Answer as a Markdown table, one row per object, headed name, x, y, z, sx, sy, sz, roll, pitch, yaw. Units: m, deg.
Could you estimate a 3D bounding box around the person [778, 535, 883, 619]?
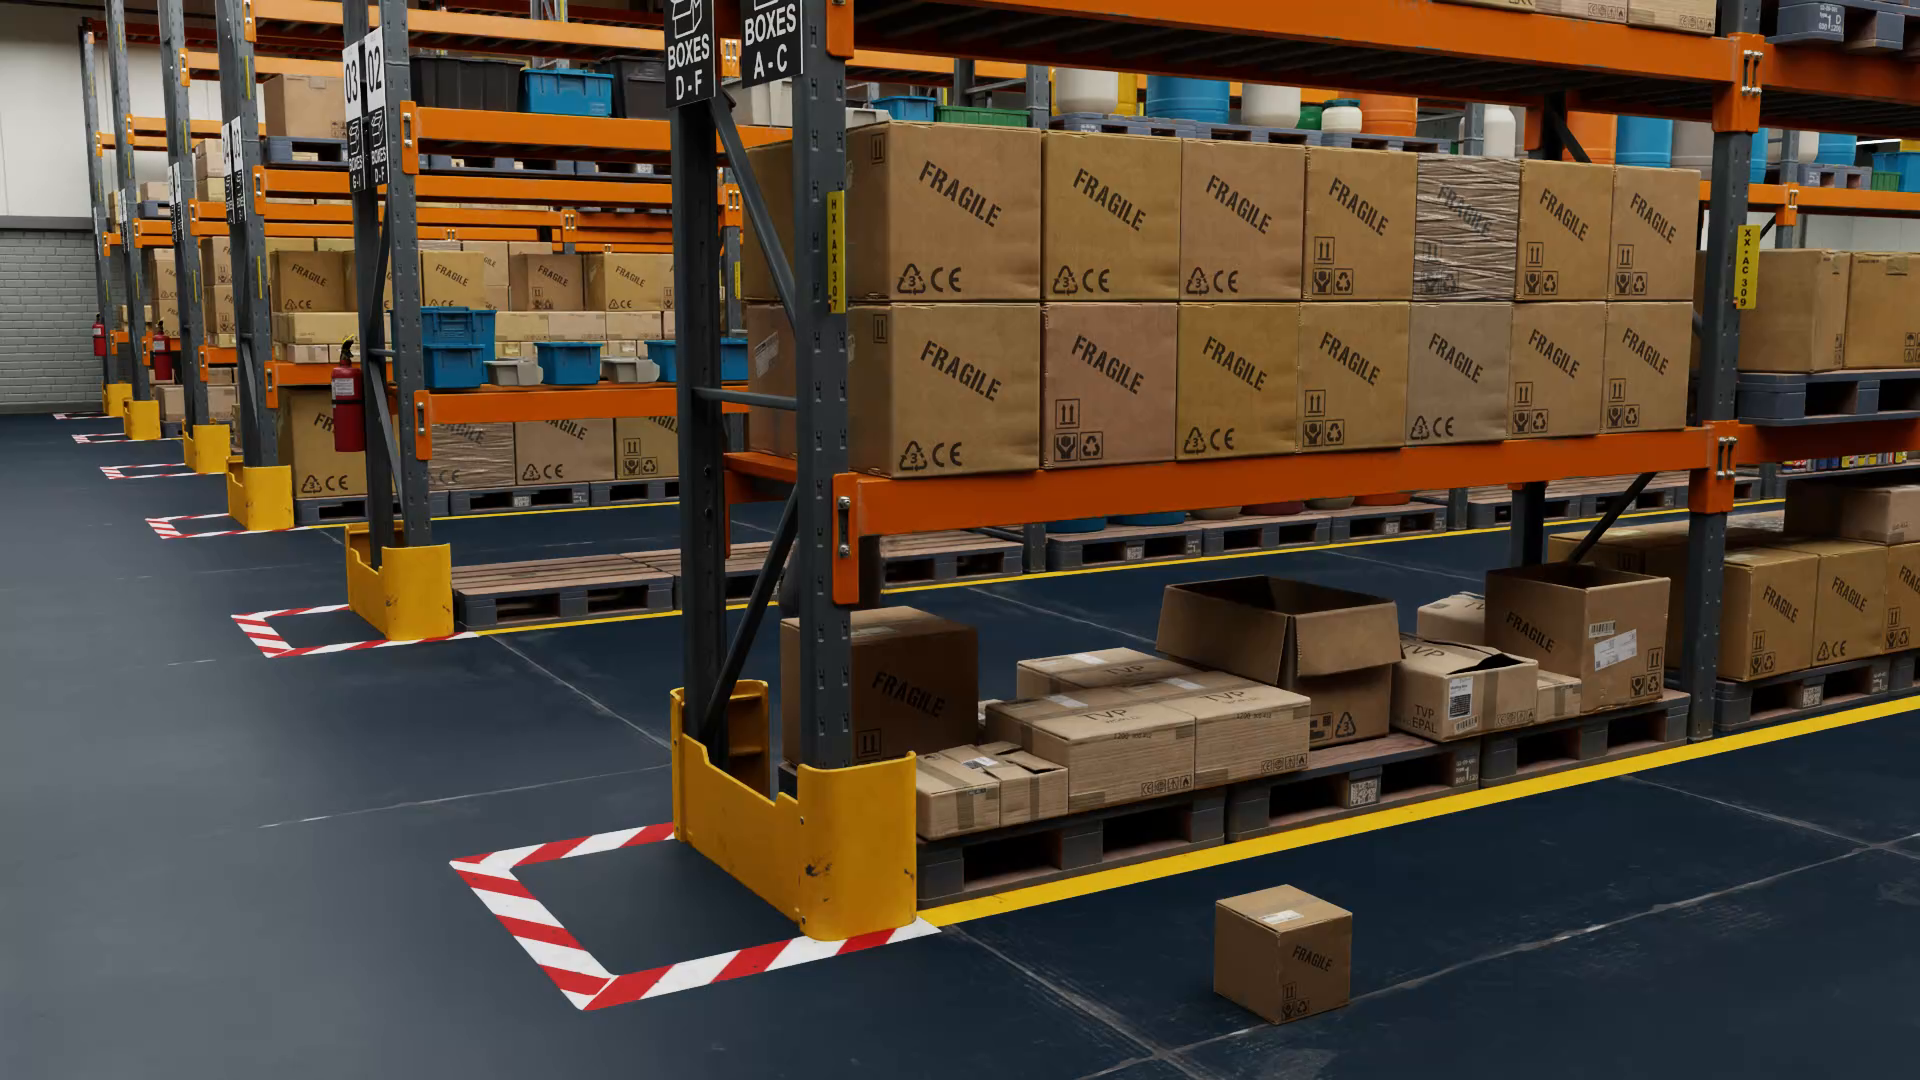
| name | x | y | z | sx | sy | sz | roll | pitch | yaw |
| --- | --- | --- | --- | --- | --- | --- | --- | --- | --- |
| person | -0.490 | -0.026 | 7.061 | 0.533 | 1.682 | 0.482 | -3 | 9 | -19 |
